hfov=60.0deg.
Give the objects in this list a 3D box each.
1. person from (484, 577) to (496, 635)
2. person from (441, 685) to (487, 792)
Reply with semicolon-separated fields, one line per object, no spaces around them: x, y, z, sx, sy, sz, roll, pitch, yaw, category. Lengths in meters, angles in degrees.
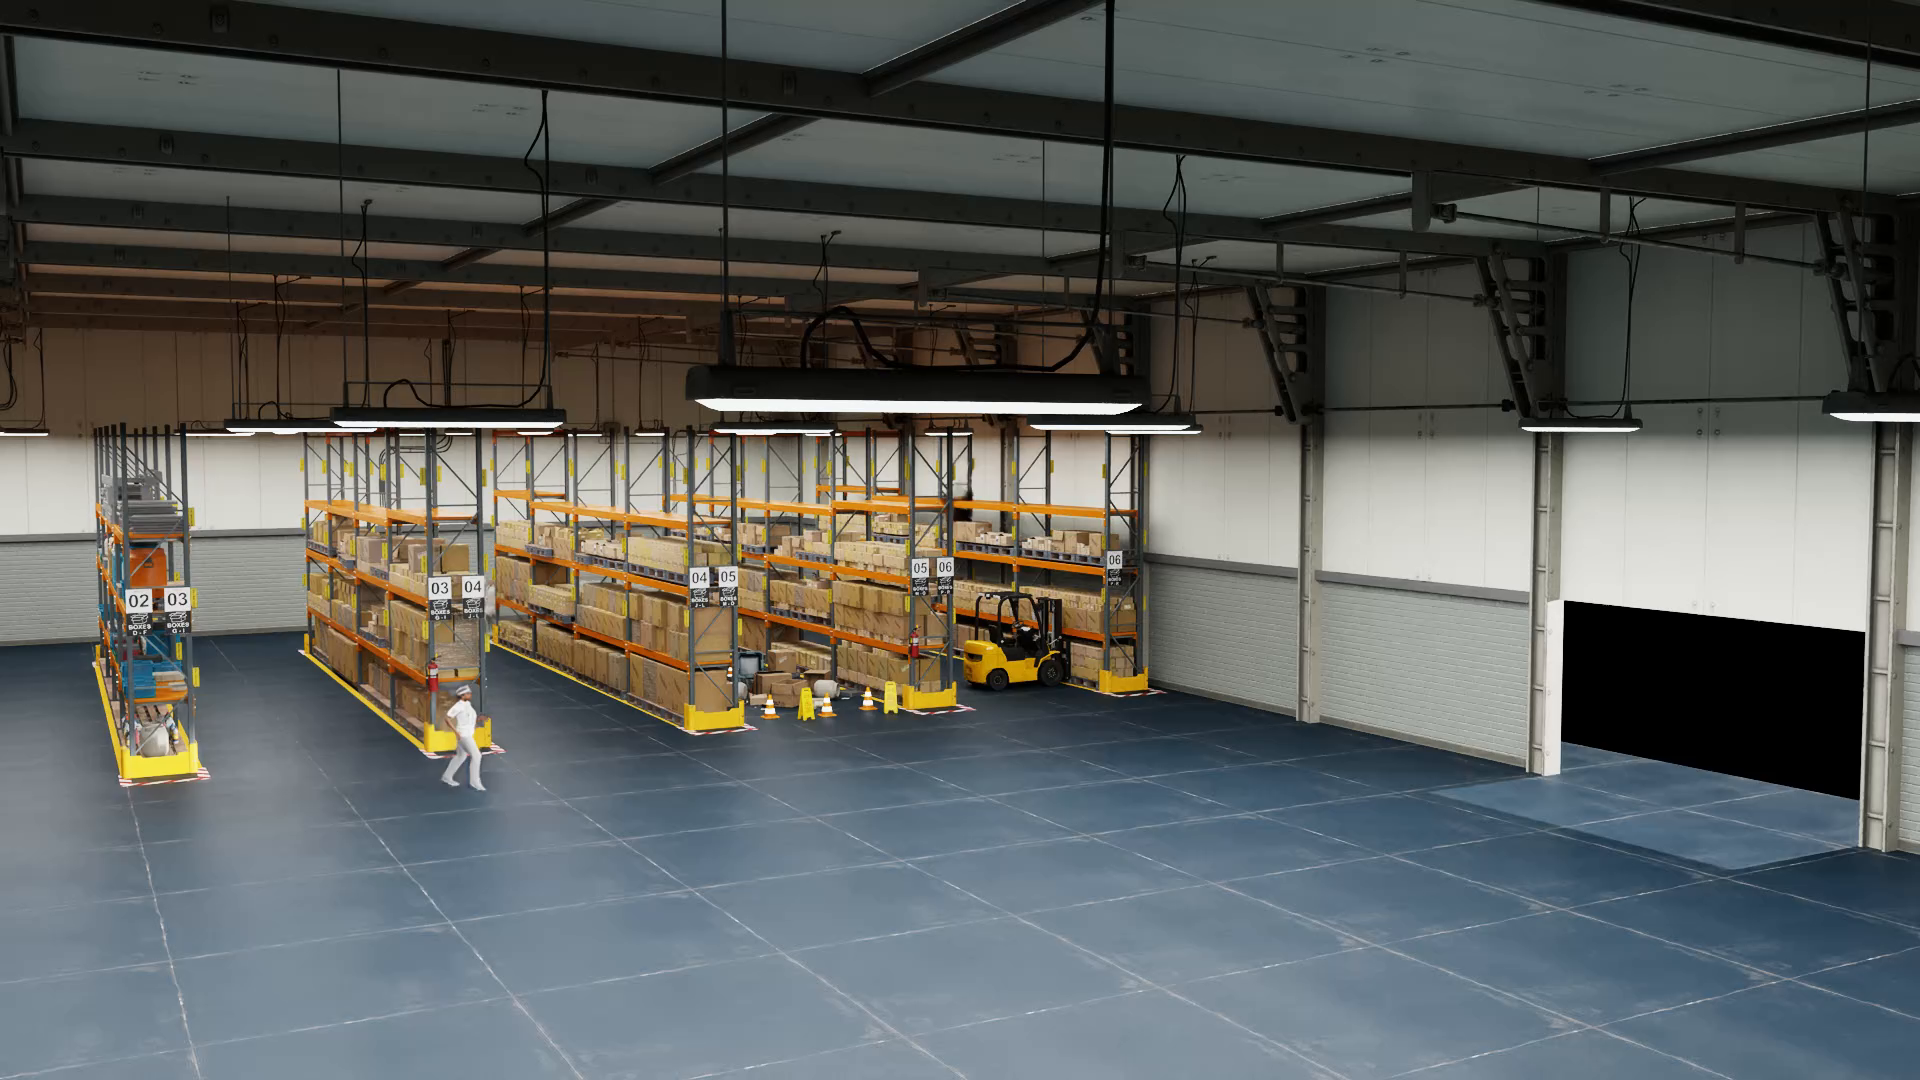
-13.496;1.958;47.960;0.749;1.803;0.768;-3;4;-37;person
-8.083;3.236;27.110;0.759;1.751;0.547;0;3;-6;person
